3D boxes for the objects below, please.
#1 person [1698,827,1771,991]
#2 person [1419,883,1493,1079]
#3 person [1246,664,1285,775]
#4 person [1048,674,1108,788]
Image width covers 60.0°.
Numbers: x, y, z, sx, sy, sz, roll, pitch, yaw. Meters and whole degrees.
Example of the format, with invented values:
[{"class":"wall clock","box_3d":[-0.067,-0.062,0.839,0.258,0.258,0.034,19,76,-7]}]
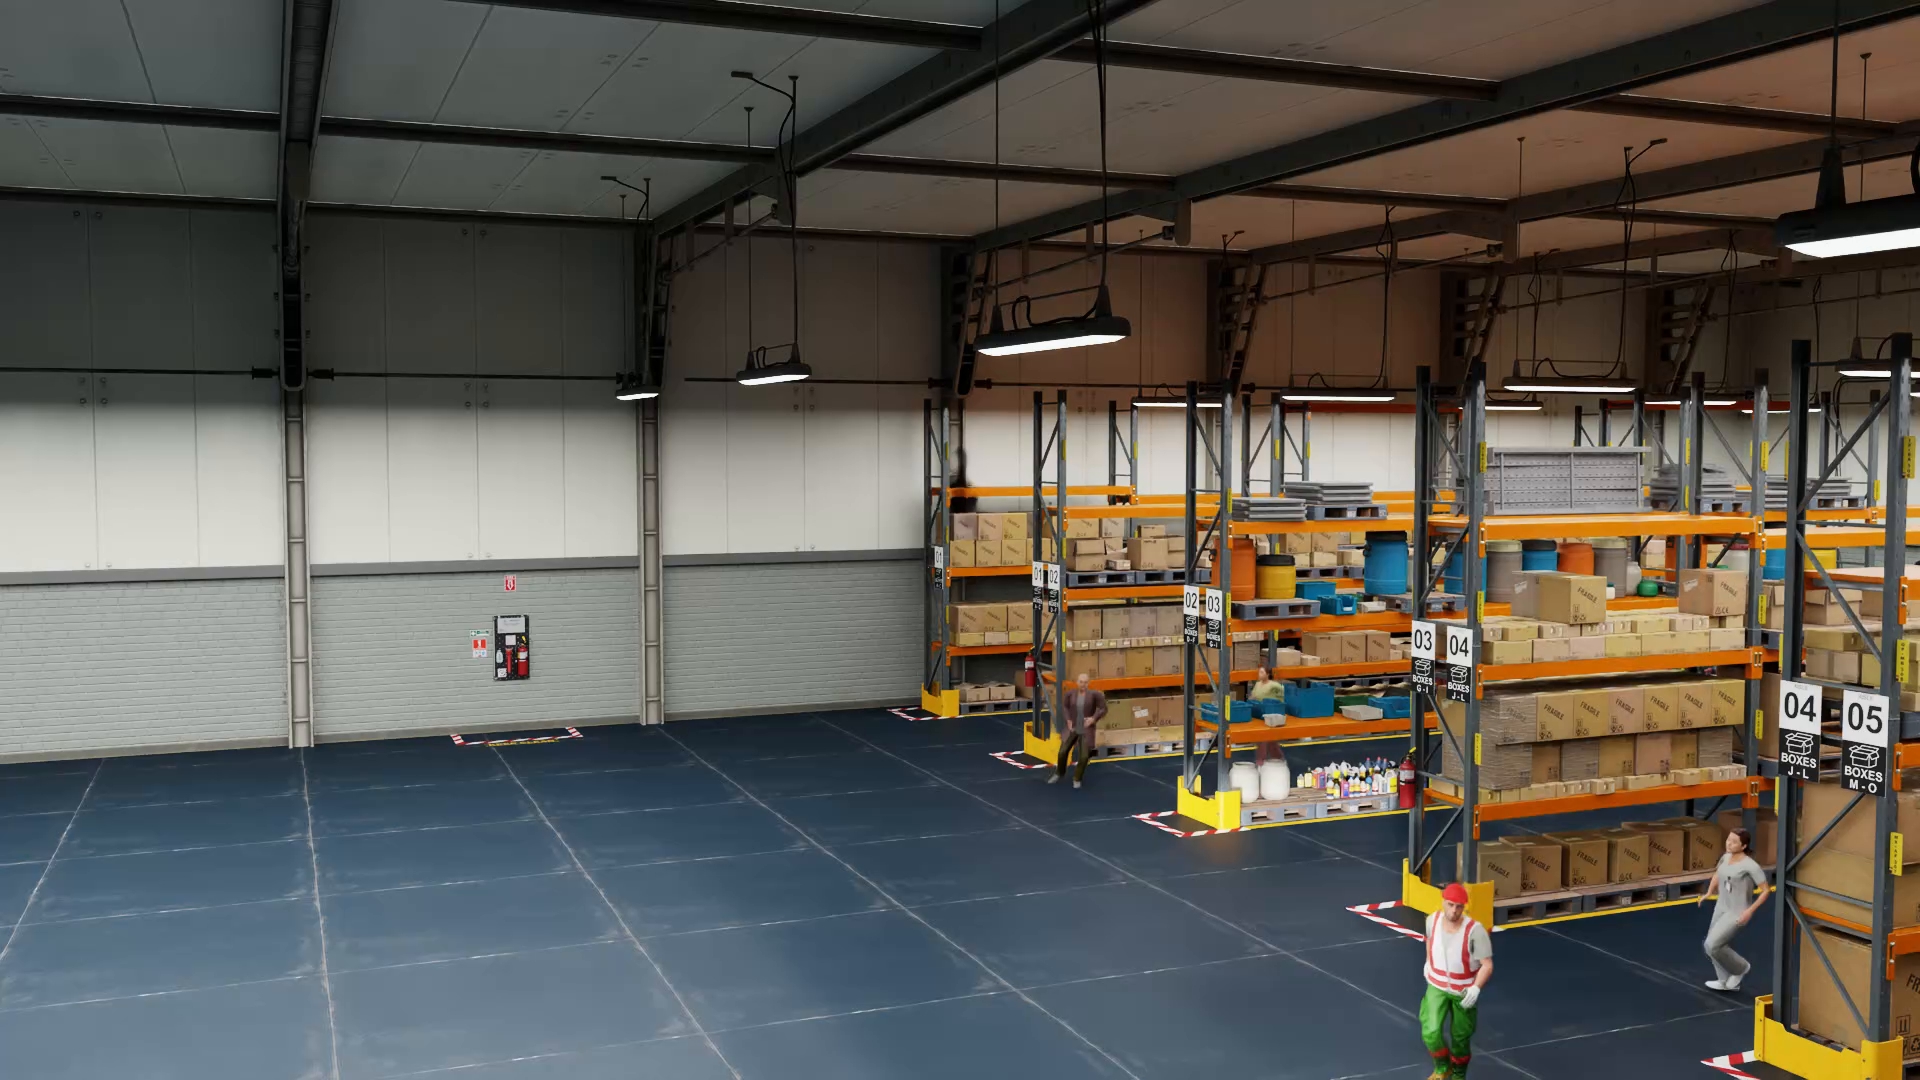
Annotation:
[{"class":"person","box_3d":[7.145,3.450,15.408,0.506,1.607,0.631,-1,3,-12]},{"class":"person","box_3d":[3.839,3.515,12.949,0.627,1.733,0.822,2,4,30]},{"class":"person","box_3d":[4.800,2.798,25.962,0.821,1.723,0.563,-2,4,-34]},{"class":"person","box_3d":[1.759,2.862,24.920,0.906,1.749,0.635,1,3,11]}]
